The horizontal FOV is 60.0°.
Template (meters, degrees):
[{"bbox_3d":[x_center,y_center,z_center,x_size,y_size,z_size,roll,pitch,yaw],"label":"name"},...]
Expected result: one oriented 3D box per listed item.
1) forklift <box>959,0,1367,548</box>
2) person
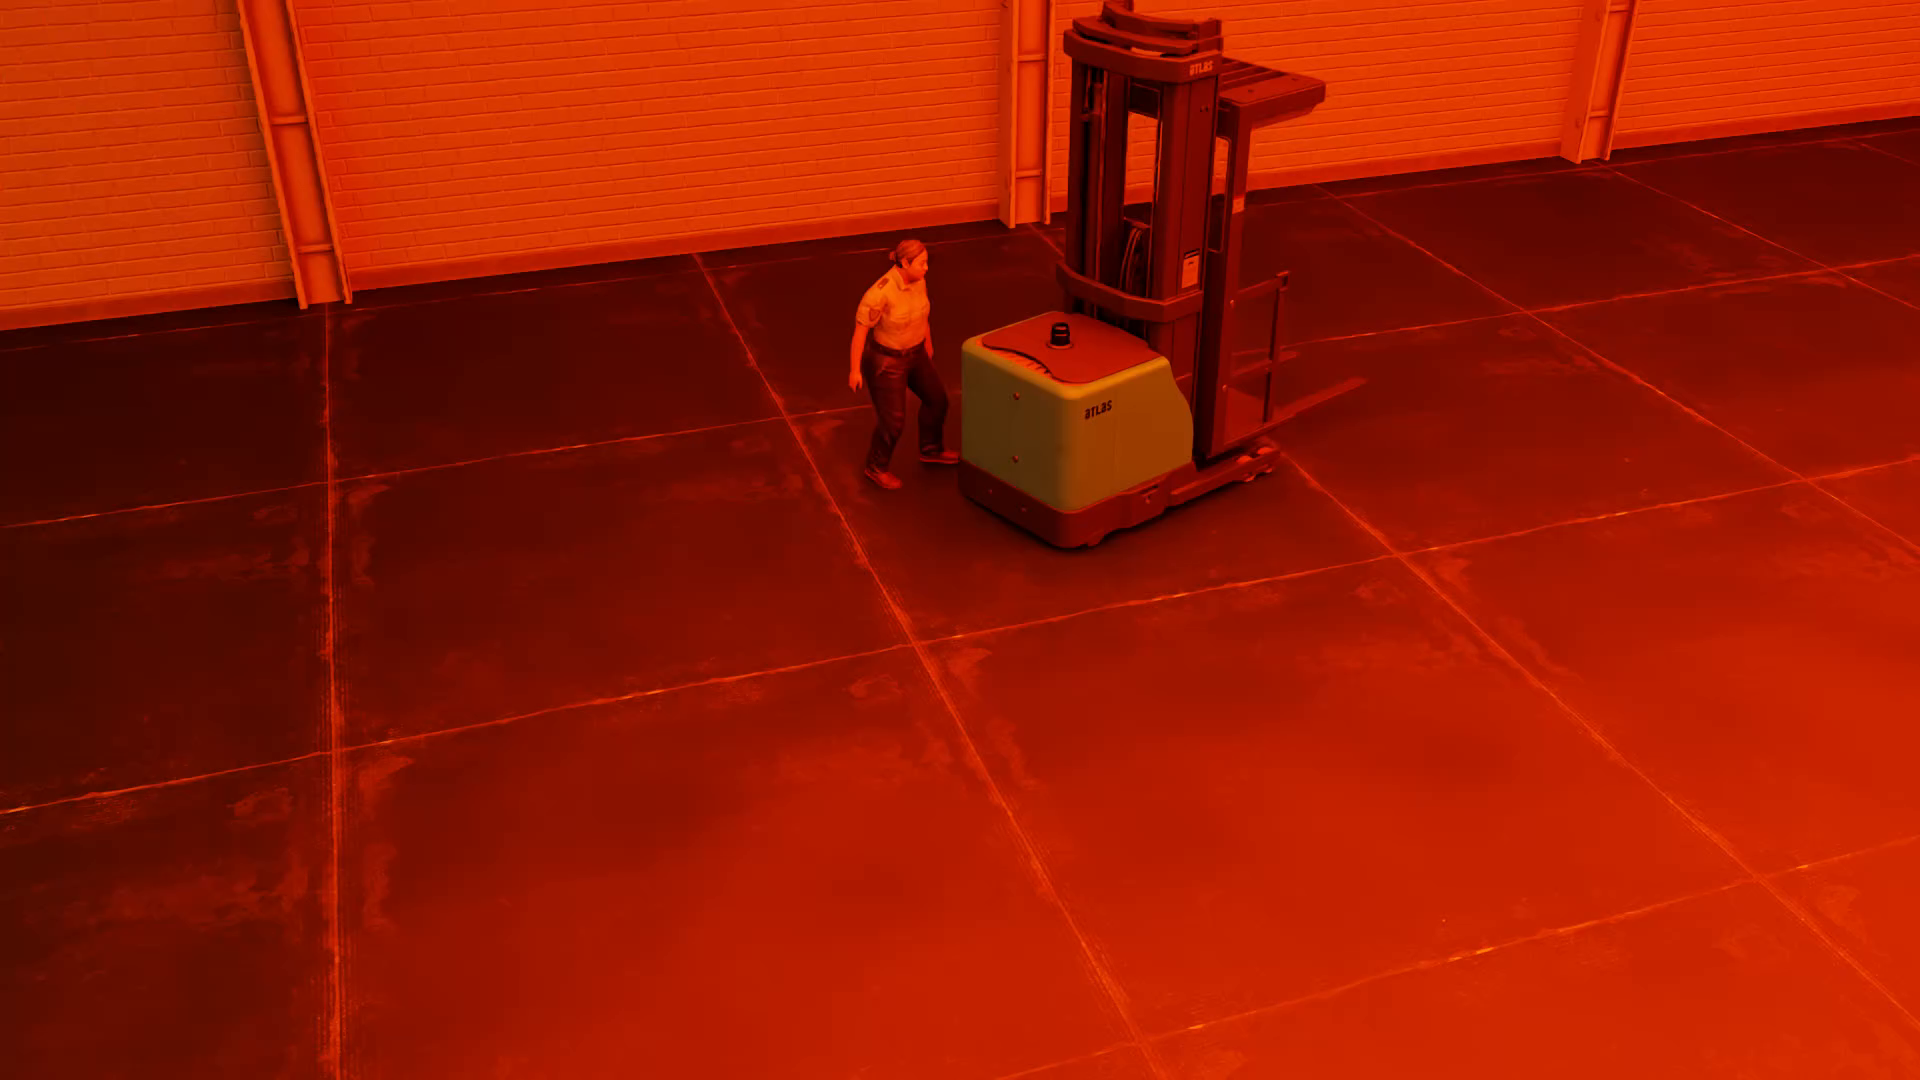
[{"bbox_3d":[1.445,-1.823,10.255,3.031,2.935,1.130,-23,37,-34],"label":"forklift"},{"bbox_3d":[-0.352,-1.117,10.373,0.378,1.609,0.816,23,37,34],"label":"person"}]
